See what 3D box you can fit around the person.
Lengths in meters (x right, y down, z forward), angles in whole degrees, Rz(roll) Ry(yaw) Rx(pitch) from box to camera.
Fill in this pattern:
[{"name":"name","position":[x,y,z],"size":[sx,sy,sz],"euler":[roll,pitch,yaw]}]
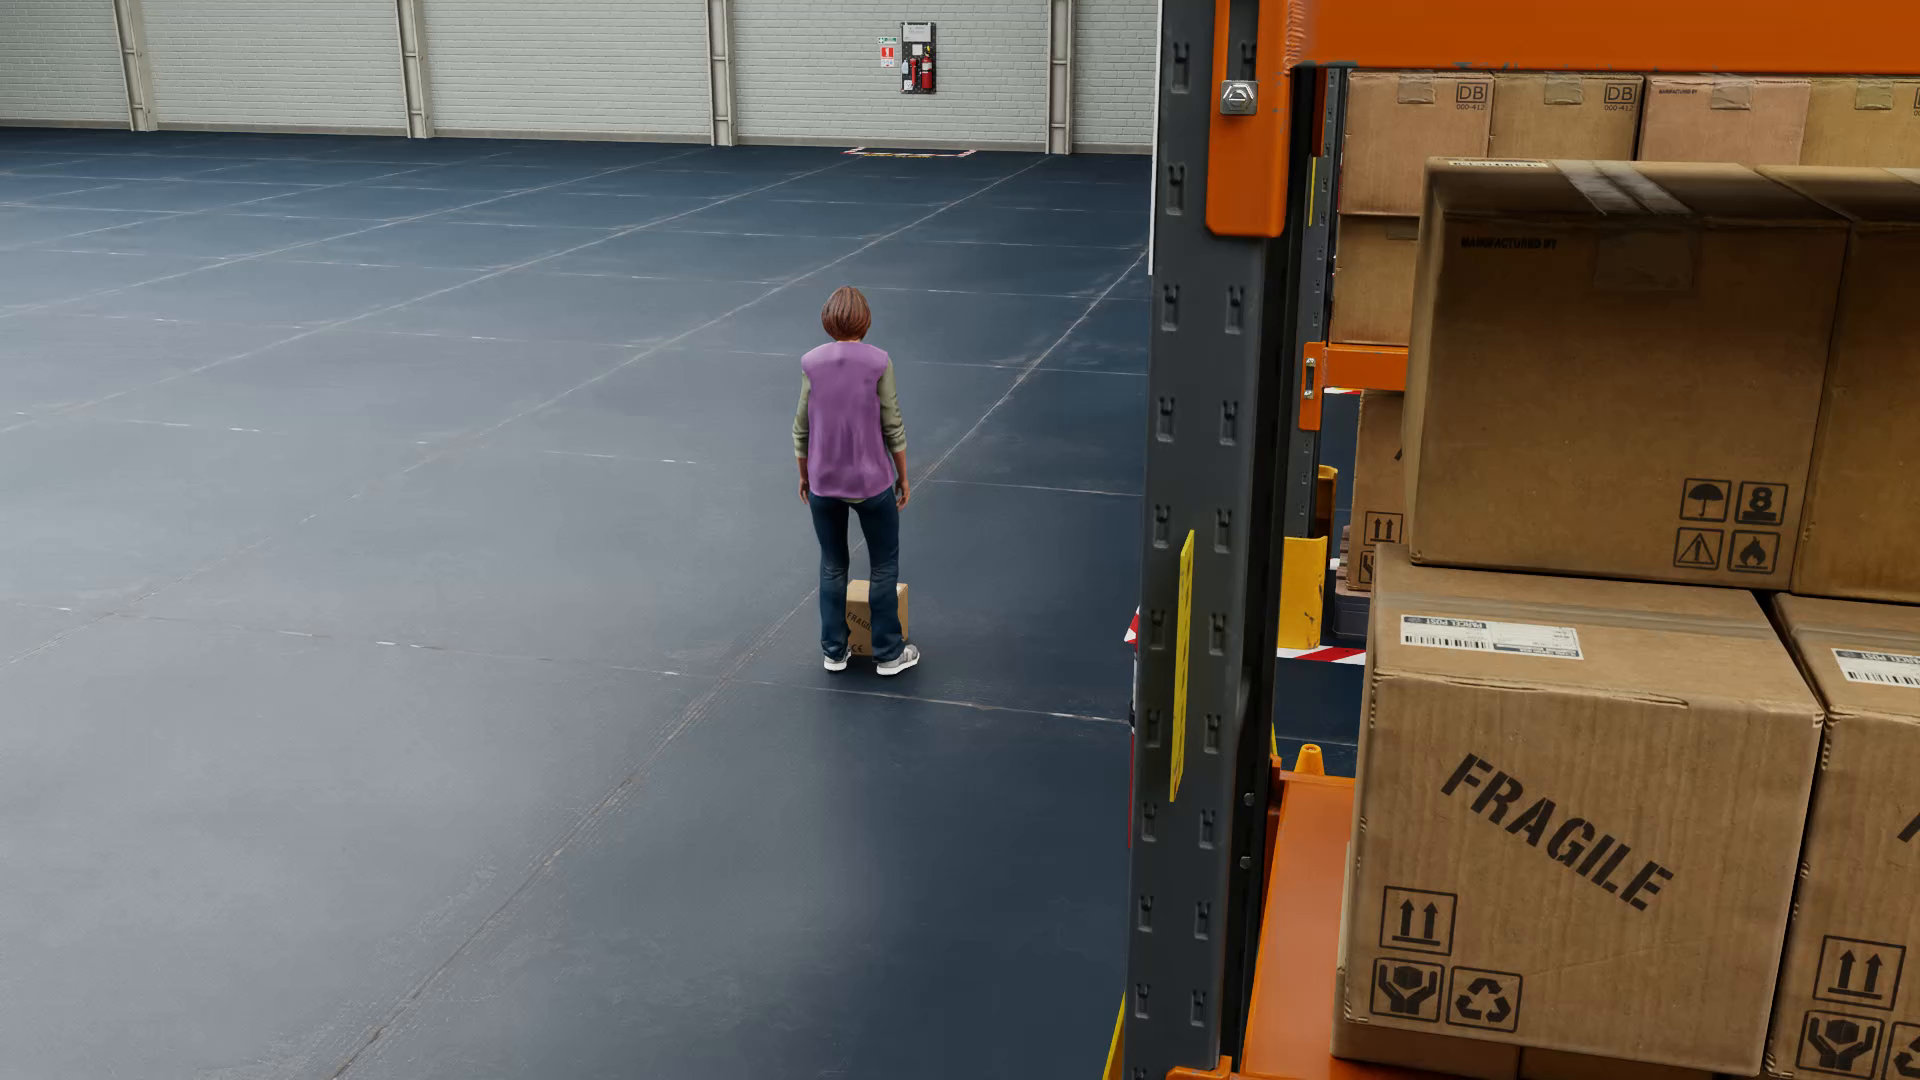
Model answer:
[{"name":"person","position":[-0.446,-0.151,6.740],"size":[0.465,1.327,0.291],"euler":[4,19,11]}]
